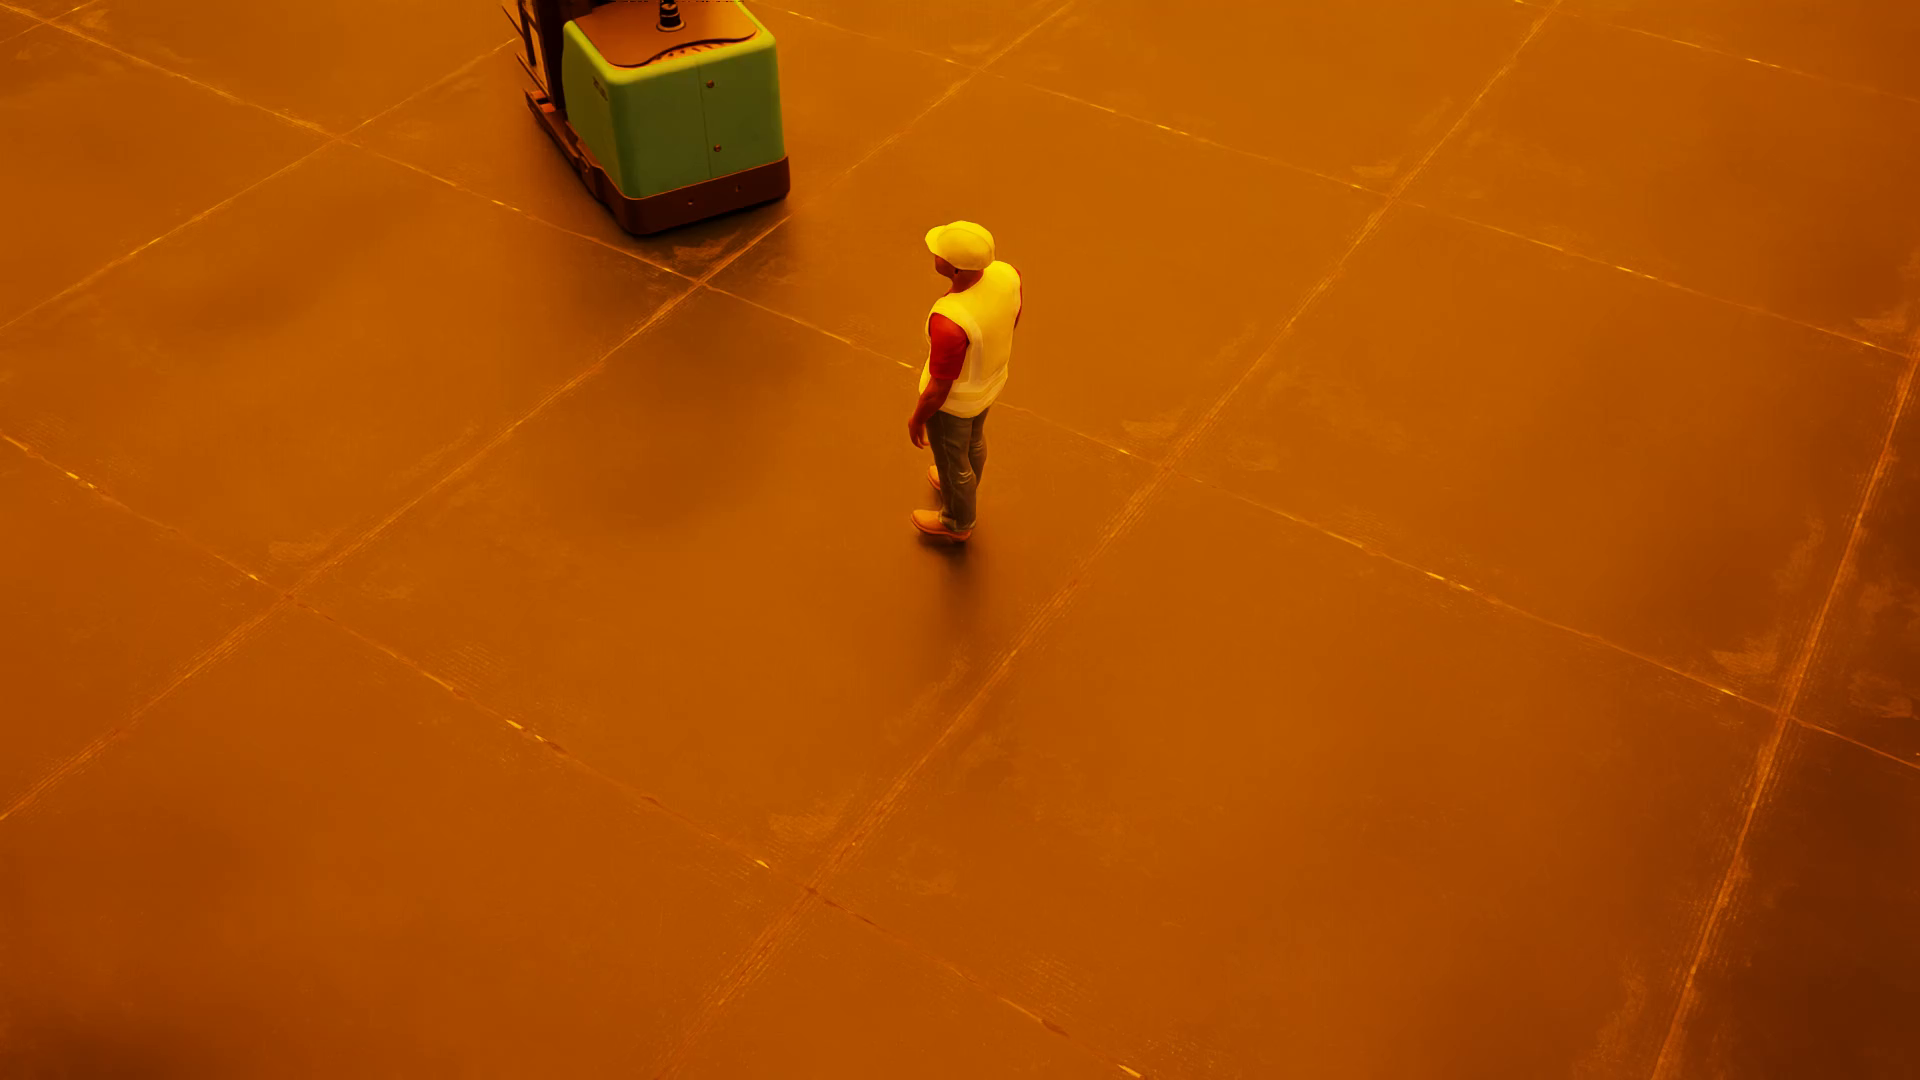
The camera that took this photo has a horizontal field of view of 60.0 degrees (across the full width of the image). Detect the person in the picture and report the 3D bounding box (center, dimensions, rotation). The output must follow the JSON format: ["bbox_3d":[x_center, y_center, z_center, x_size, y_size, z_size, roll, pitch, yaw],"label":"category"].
[{"bbox_3d":[-0.055,-0.705,7.369,0.577,1.765,0.665,24,48,23],"label":"person"}]

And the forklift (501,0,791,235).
[{"bbox_3d":[-2.182,-3.863,9.923,1.130,2.935,3.031,-21,47,-20],"label":"forklift"}]
